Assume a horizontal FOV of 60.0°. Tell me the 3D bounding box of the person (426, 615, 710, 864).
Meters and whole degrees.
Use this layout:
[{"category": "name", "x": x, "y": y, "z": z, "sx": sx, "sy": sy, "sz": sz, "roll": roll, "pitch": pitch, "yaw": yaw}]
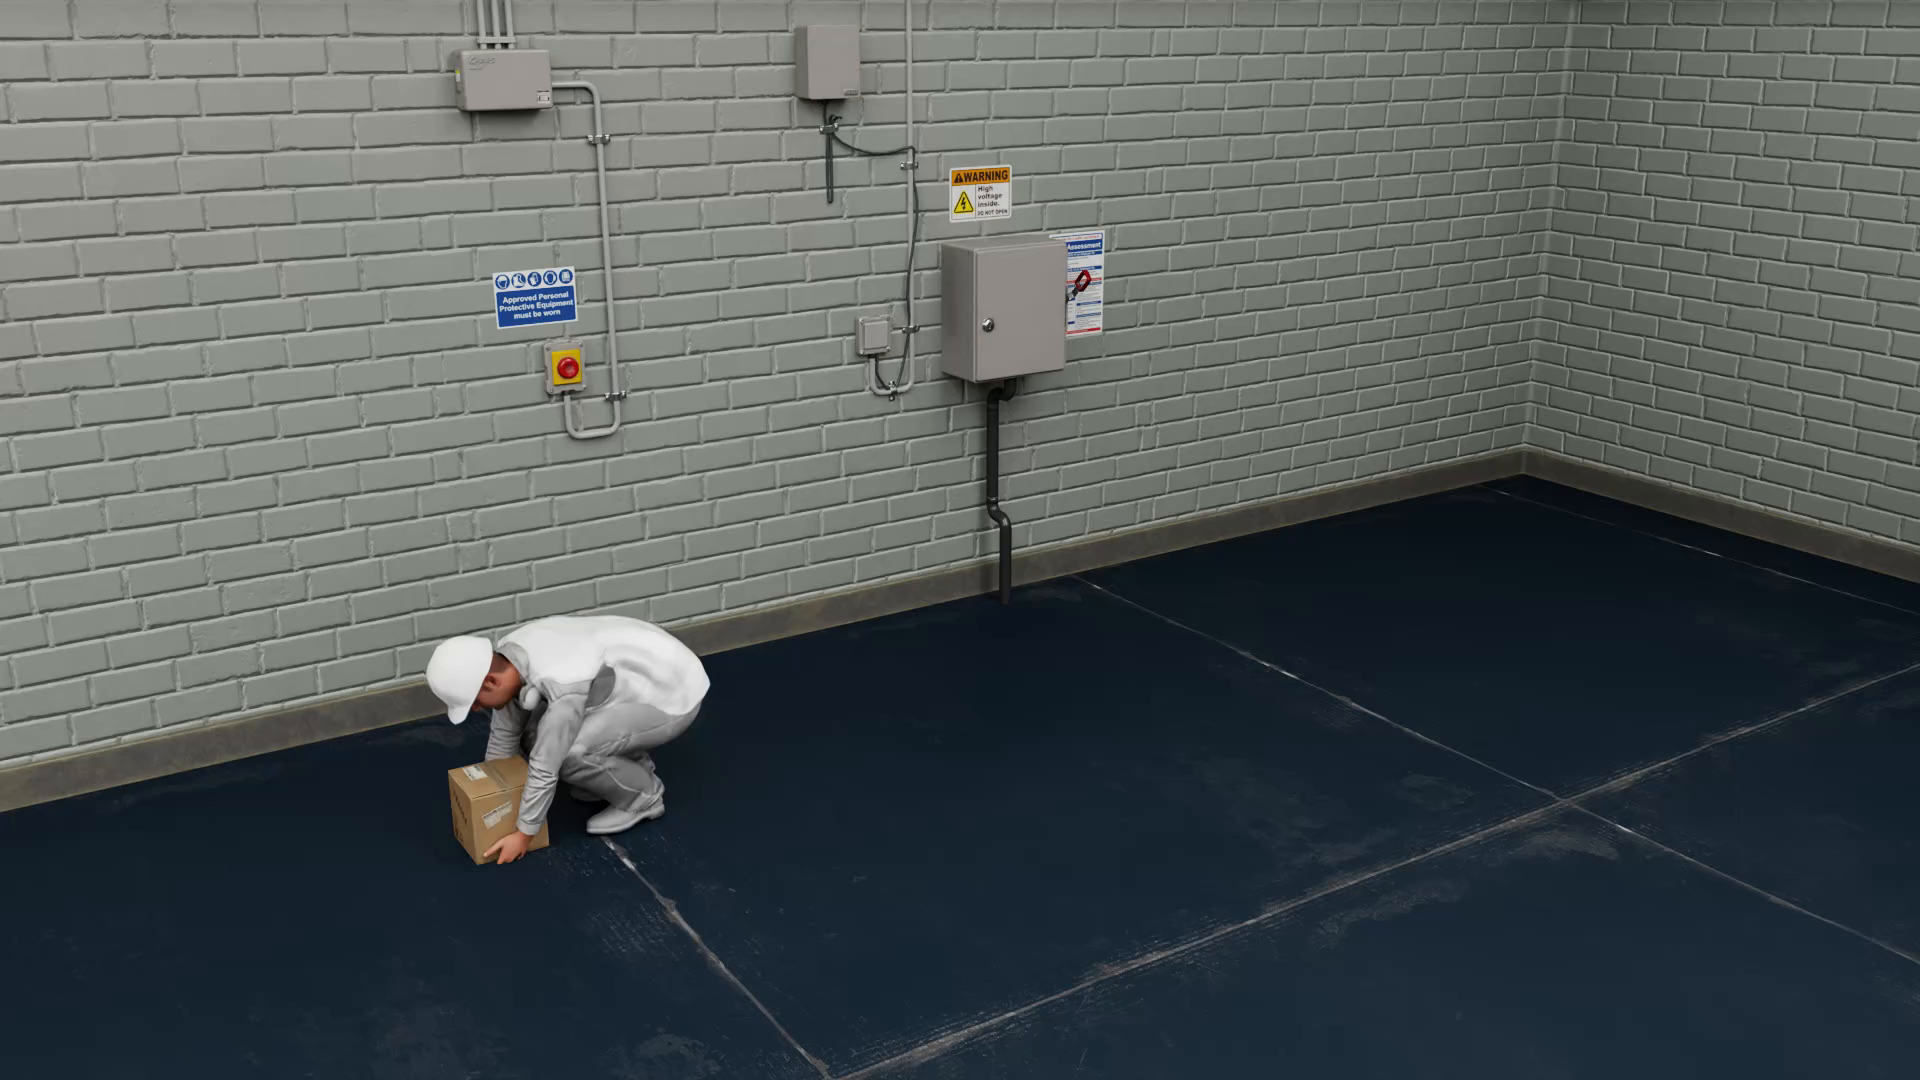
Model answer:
[{"category": "person", "x": -1.338, "y": 0.650, "z": 5.736, "sx": 0.961, "sy": 0.860, "sz": 0.515, "roll": -12, "pitch": 21, "yaw": -32}]
